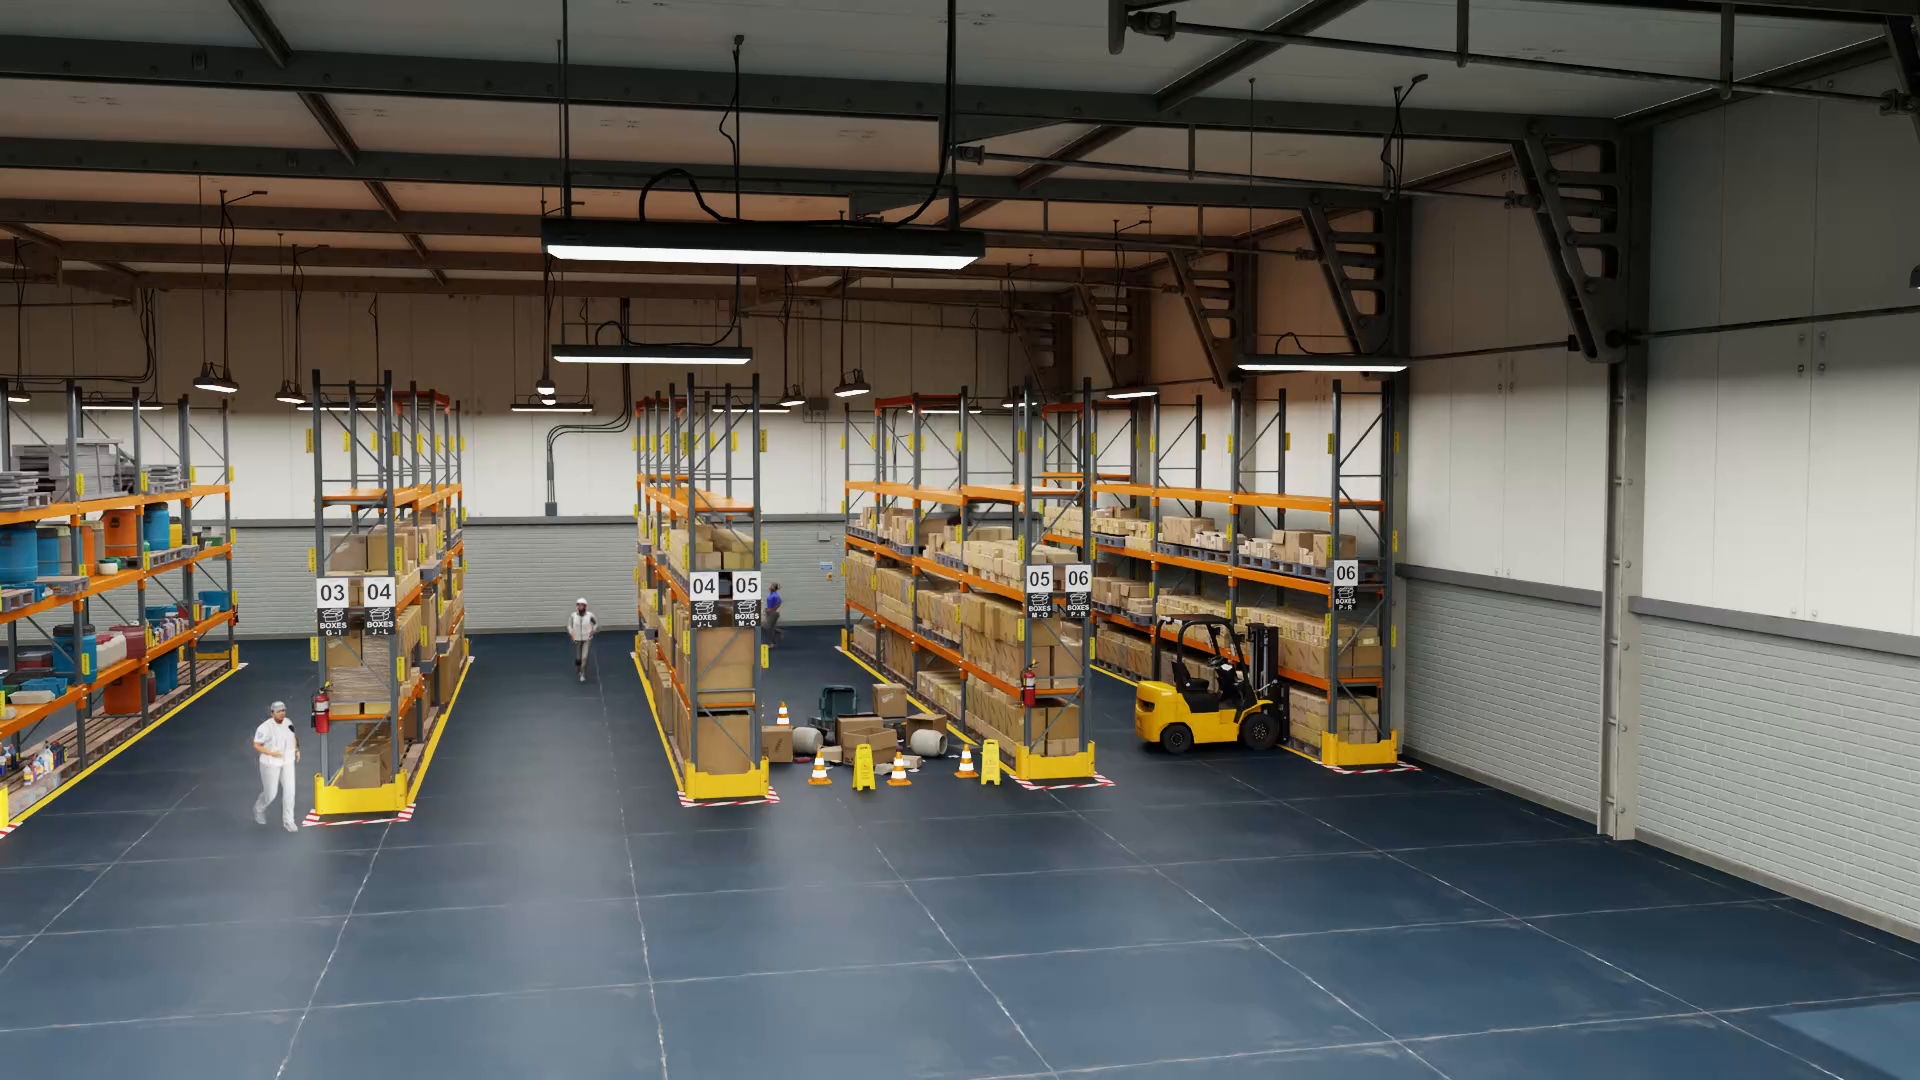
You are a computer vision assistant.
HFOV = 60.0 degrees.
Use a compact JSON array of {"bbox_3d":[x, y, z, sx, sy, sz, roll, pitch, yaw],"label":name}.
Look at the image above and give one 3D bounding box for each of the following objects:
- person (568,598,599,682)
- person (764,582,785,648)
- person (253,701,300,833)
[{"bbox_3d":[-7.988,2.106,35.300,0.663,1.753,0.659,0,3,-5],"label":"person"},{"bbox_3d":[-4.571,1.843,40.941,0.562,1.613,0.577,-1,4,-21],"label":"person"},{"bbox_3d":[-8.886,2.930,21.635,0.811,1.686,0.629,3,4,41],"label":"person"}]
